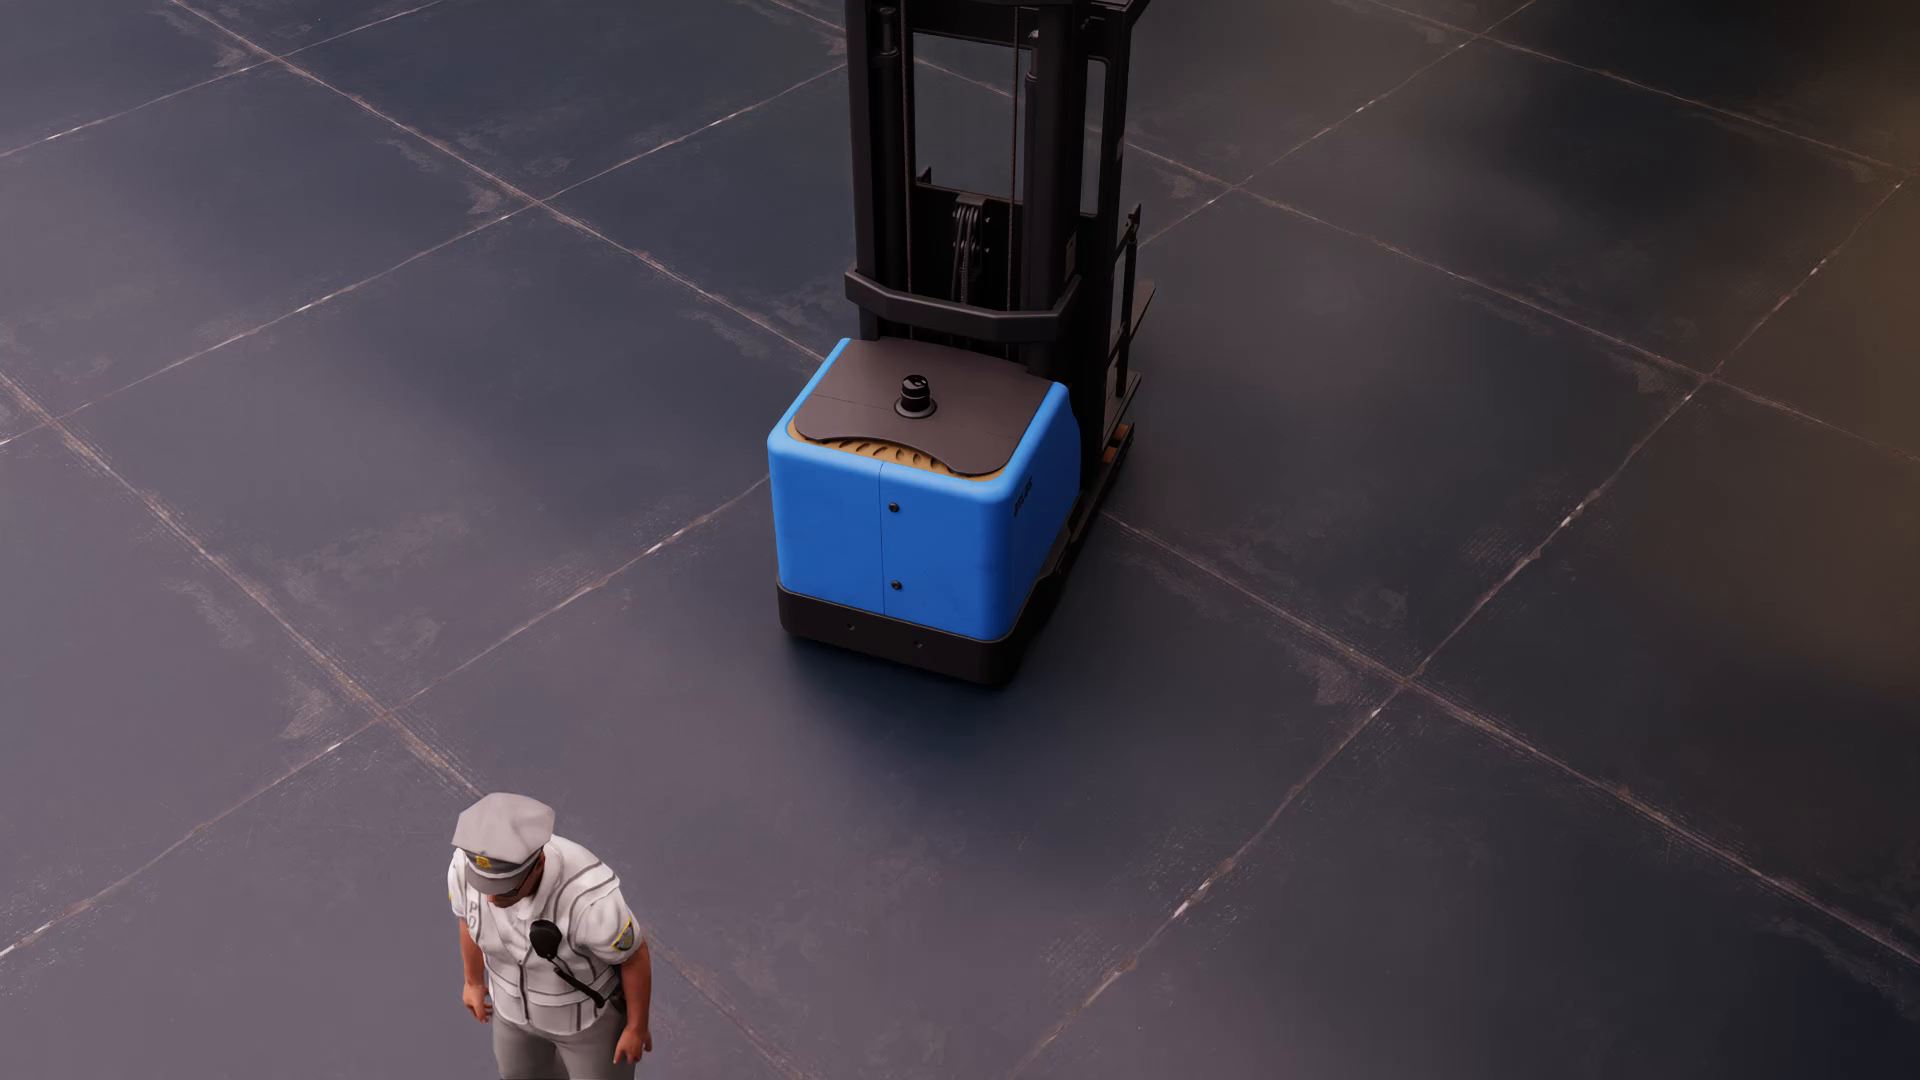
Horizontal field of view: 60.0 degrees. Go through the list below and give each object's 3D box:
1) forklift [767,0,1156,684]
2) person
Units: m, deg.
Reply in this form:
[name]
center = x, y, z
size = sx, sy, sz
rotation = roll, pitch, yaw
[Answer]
[forklift]
center = 0.211, -1.484, 7.158
size = 1.130, 2.935, 3.031
rotation = 14, 42, 15
[person]
center = -1.159, 1.311, 4.807
size = 0.606, 1.747, 0.442
rotation = 13, 42, 14
